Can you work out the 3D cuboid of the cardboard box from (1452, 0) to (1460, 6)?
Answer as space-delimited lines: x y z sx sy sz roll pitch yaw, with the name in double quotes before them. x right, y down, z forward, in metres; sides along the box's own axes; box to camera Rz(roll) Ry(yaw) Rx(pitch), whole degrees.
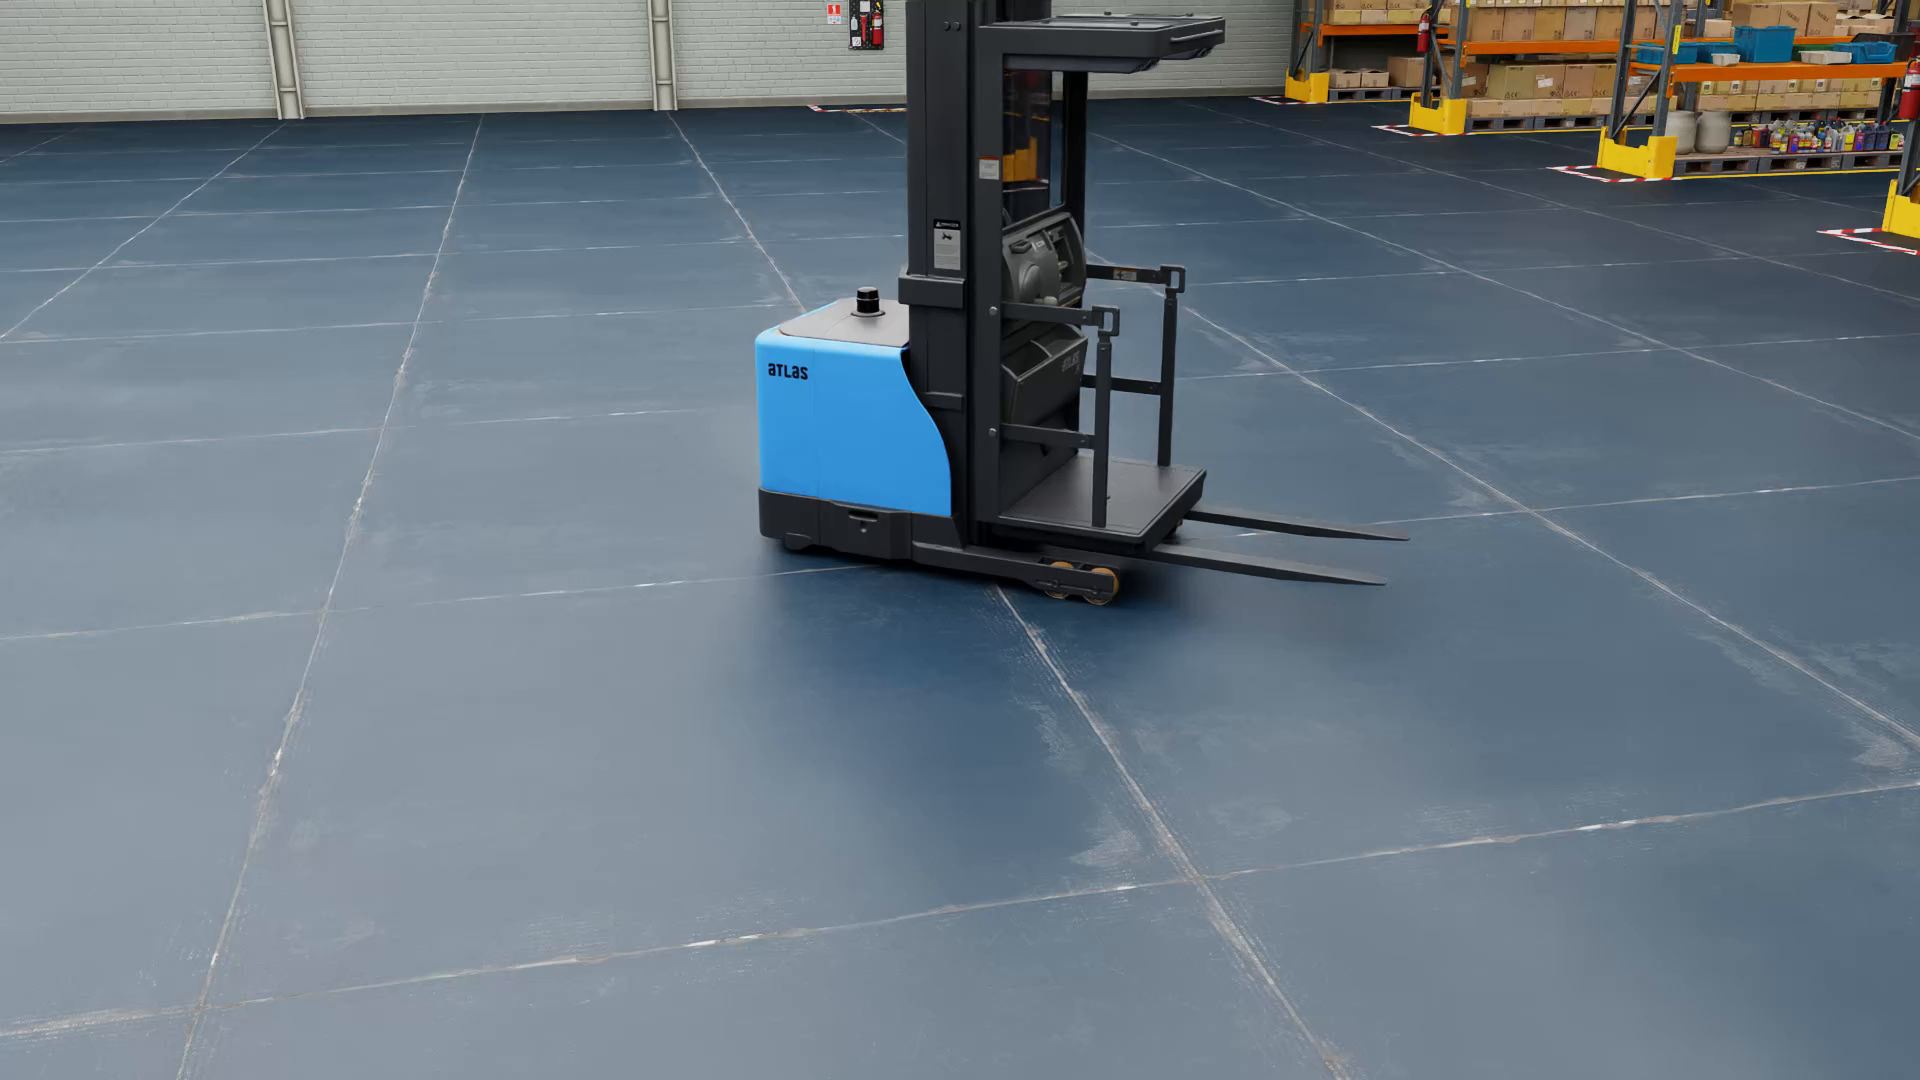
"cardboard box" 7.641 -8.144 25.098 0.250 0.149 0.380 -5 21 -13

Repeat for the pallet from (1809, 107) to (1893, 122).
"pallet" 14.288 -6.970 27.036 1.213 0.211 1.003 -5 21 -12

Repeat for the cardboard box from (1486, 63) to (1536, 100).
"cardboard box" 8.373 -6.965 25.264 0.500 0.500 0.500 -5 21 -12

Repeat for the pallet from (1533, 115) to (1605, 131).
"pallet" 9.233 -6.559 25.913 1.213 0.211 1.003 -5 21 -12

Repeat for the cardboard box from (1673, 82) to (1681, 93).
"cardboard box" 11.534 -7.313 26.488 0.500 0.311 0.500 -5 21 -12

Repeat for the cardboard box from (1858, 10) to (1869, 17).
"cardboard box" 17.081 -10.043 31.706 0.250 0.149 0.380 -4 20 -11

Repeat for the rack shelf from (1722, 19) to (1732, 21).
"rack shelf" 15.901 -9.810 31.780 4.000 0.370 1.077 -5 21 -12

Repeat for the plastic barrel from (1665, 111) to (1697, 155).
"plastic barrel" 9.072 -5.147 21.010 0.421 0.512 0.421 0 20 0

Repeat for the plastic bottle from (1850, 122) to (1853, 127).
"plastic bottle" 11.648 -5.339 21.838 0.133 0.283 0.061 -5 21 -12

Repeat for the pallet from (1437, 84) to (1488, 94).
"pallet" 9.417 -8.299 30.662 1.213 0.211 1.003 -5 21 -12

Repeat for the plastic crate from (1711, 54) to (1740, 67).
"plastic crate" 9.394 -5.879 20.387 0.250 0.136 0.298 -5 21 -12

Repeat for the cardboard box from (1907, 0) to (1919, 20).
"cardboard box" 15.686 -8.663 26.848 0.500 0.500 0.700 -12 24 -31

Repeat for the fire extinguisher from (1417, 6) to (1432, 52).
"fire extinguisher" 7.091 -7.808 25.382 0.183 0.674 0.296 -5 21 -12

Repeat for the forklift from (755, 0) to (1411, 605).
"forklift" 0.575 -1.290 7.575 3.031 2.935 1.130 9 22 22

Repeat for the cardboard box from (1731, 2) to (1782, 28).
"cardboard box" 12.470 -8.159 26.082 0.500 0.500 0.500 -3 20 -9

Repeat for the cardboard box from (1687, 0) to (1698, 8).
"cardboard box" 13.500 -10.203 31.021 0.500 0.500 0.700 -7 21 -19

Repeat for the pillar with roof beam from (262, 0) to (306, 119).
"pillar with roof beam" -9.874 -9.653 21.582 0.400 9.000 9.100 -5 21 -12

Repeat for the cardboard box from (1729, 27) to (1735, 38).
"cardboard box" 12.115 -7.899 25.882 0.250 0.149 0.380 -5 21 -12

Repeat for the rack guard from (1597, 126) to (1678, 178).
"rack guard" 8.513 -4.888 20.932 0.348 0.500 1.175 -5 21 -12

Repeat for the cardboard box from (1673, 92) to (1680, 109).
"cardboard box" 11.543 -7.051 26.589 0.500 0.250 0.500 -5 21 -13

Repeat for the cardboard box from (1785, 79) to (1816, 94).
"cardboard box" 13.161 -7.256 26.333 0.500 0.311 0.500 -4 21 -11

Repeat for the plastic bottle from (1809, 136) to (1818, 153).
"plastic bottle" 10.813 -5.015 21.072 0.097 0.201 0.097 0 20 0

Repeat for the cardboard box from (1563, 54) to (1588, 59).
"cardboard box" 11.266 -8.827 31.046 0.500 0.500 0.700 -5 21 -14

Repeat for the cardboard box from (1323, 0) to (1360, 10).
"cardboard box" 6.704 -9.585 29.217 0.500 0.500 0.500 -5 21 -12

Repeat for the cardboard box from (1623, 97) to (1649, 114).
"cardboard box" 10.316 -6.775 25.836 0.500 0.250 0.500 -5 21 -12

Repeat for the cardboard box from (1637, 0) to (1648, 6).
"cardboard box" 10.240 -8.212 25.283 0.250 0.149 0.380 -5 21 -13

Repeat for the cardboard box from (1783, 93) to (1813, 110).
"cardboard box" 13.152 -6.992 26.428 0.500 0.250 0.500 -4 21 -11

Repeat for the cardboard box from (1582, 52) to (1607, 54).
"cardboard box" 11.708 -9.200 30.974 0.500 0.250 0.500 -5 21 -14

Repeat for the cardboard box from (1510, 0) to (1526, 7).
"cardboard box" 8.244 -8.050 24.841 0.250 0.149 0.380 -5 21 -12

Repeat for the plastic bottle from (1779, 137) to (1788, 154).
"plastic bottle" 10.386 -4.980 20.978 0.097 0.201 0.097 0 20 0

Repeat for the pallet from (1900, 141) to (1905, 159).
"pallet" 13.097 -5.123 21.992 1.213 0.211 1.003 -5 21 -12

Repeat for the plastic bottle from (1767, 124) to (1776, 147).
"plastic bottle" 10.522 -5.282 21.692 0.135 0.276 0.152 -5 21 -14

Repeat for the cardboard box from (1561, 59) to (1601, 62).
"cardboard box" 9.709 -7.262 26.076 0.500 0.500 0.500 -5 21 -12

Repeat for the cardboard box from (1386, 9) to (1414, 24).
"cardboard box" 7.717 -9.312 29.563 0.500 0.250 0.500 -5 21 -13

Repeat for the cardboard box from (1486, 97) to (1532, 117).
"cardboard box" 8.372 -6.613 25.395 0.500 0.250 0.500 -5 21 -12

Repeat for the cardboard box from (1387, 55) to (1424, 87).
"cardboard box" 8.144 -8.500 30.153 0.500 0.500 0.700 -6 21 -16

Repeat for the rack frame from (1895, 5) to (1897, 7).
"rack frame" 17.848 -10.306 32.088 0.127 3.000 1.000 -5 21 -12

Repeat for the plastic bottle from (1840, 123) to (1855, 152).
"plastic bottle" 11.281 -5.131 21.173 0.185 0.351 0.144 -5 21 -13

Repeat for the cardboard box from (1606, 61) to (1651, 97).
"cardboard box" 10.316 -7.128 25.709 0.500 0.500 0.500 -5 21 -12

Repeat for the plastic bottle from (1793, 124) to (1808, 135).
"plastic bottle" 10.922 -5.263 21.642 0.135 0.276 0.152 -5 21 -12

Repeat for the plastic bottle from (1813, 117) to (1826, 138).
"plastic bottle" 11.277 -5.380 21.851 0.185 0.351 0.144 -6 21 -15

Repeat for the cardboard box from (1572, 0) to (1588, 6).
"cardboard box" 9.241 -8.130 25.060 0.250 0.149 0.380 -4 21 -12

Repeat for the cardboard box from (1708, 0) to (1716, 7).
"cardboard box" 14.354 -10.311 31.495 0.500 0.500 0.500 -5 21 -12

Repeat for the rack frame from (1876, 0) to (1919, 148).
"rack frame" 12.342 -6.357 21.307 0.127 3.000 1.000 -5 21 -12

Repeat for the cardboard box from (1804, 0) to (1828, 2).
"cardboard box" 15.987 -10.259 31.354 0.500 0.500 0.500 -4 21 -11

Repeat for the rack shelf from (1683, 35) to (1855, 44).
"rack shelf" 13.152 -7.836 26.390 4.000 0.370 1.077 -5 21 -12

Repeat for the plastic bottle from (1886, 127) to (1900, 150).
"plastic bottle" 11.950 -5.139 21.293 0.133 0.283 0.061 -4 20 -10

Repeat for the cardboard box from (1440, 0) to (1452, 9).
"cardboard box" 8.697 -9.745 29.656 0.500 0.500 0.500 -5 21 -14

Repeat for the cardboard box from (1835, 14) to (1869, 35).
"cardboard box" 14.184 -8.284 26.697 0.500 0.311 0.500 -5 21 -13

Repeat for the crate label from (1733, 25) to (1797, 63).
"crate label" 10.178 -6.293 21.081 0.616 0.435 0.502 -5 21 -12

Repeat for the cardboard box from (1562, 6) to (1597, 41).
"cardboard box" 9.276 -7.902 25.379 0.500 0.500 0.700 -4 21 -11

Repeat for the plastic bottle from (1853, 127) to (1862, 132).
"plastic bottle" 11.536 -5.169 21.386 0.135 0.276 0.152 -5 21 -12
